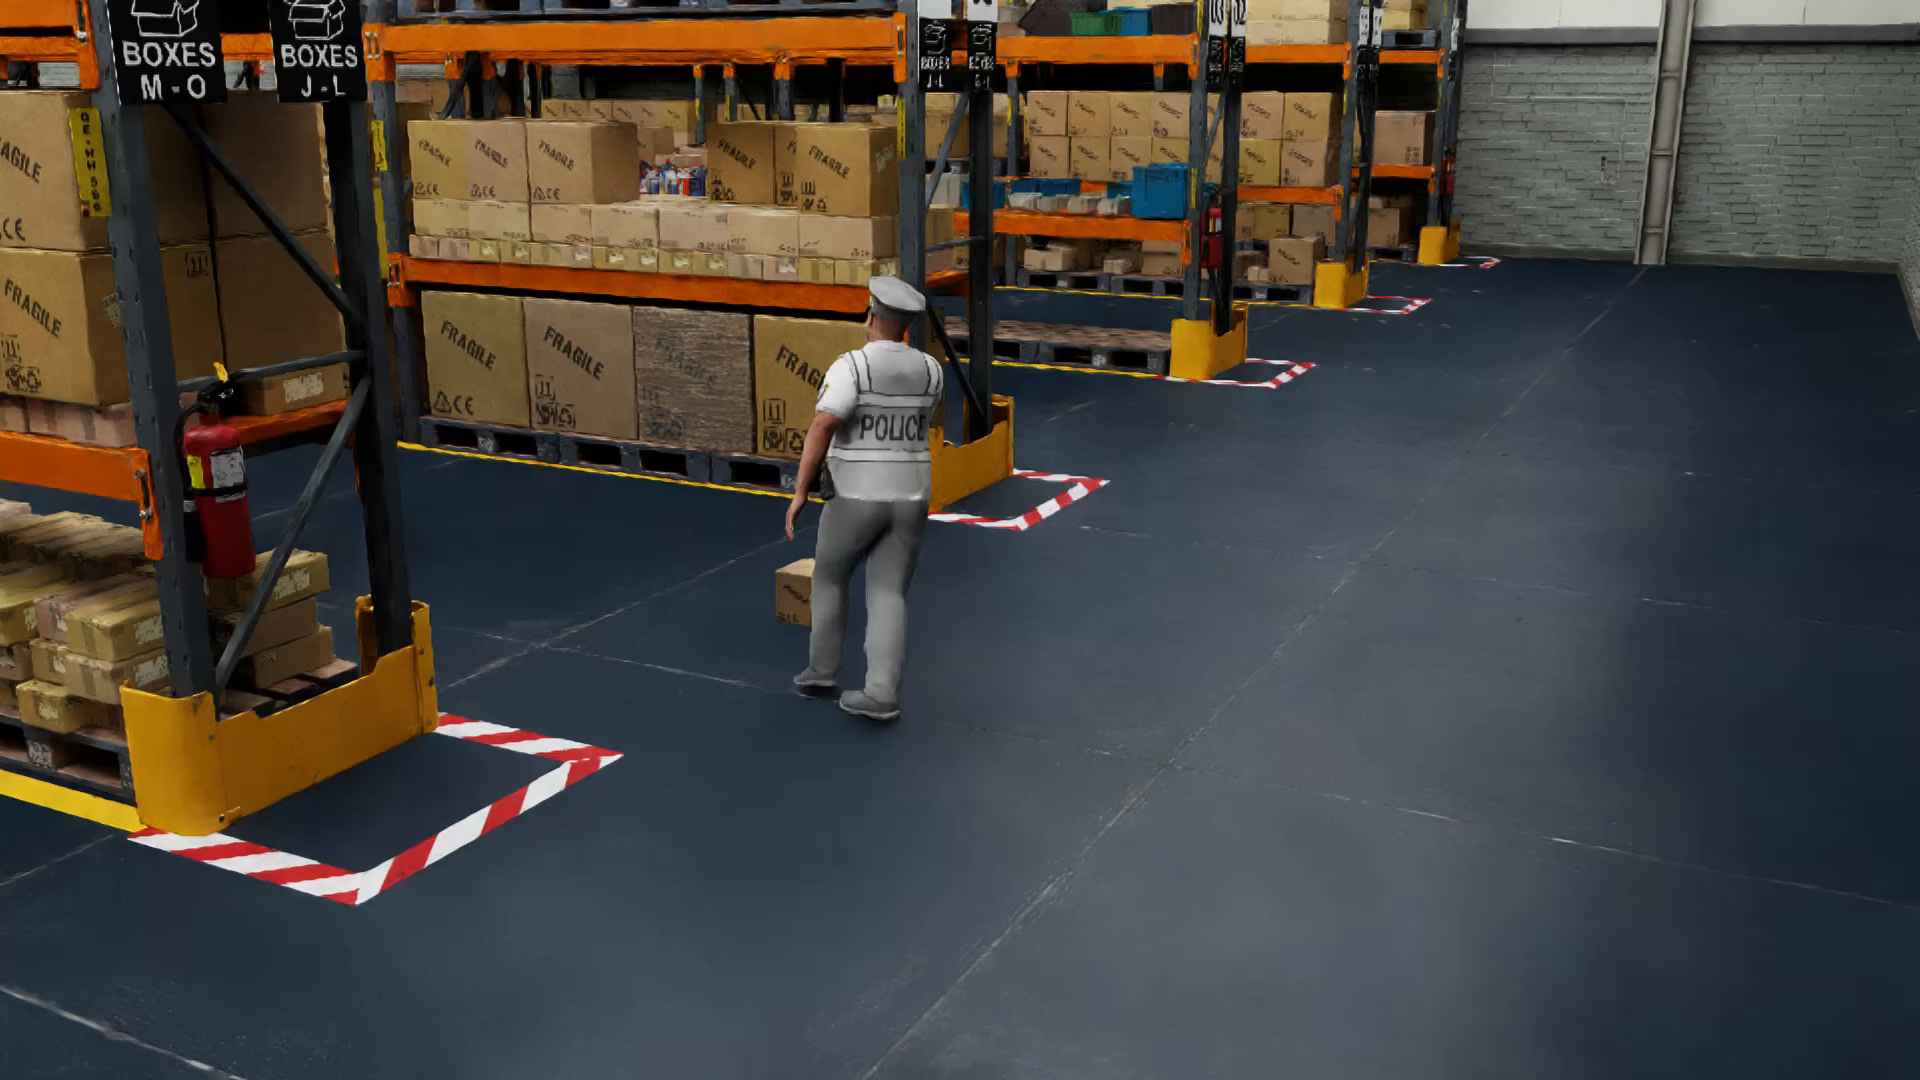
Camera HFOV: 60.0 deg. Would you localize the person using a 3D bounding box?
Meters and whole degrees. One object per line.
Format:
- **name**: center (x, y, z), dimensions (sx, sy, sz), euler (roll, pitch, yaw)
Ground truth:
- **person**: center (-0.425, -0.154, 6.714), dimensions (0.733, 1.793, 0.784), euler (-7, 17, -22)
